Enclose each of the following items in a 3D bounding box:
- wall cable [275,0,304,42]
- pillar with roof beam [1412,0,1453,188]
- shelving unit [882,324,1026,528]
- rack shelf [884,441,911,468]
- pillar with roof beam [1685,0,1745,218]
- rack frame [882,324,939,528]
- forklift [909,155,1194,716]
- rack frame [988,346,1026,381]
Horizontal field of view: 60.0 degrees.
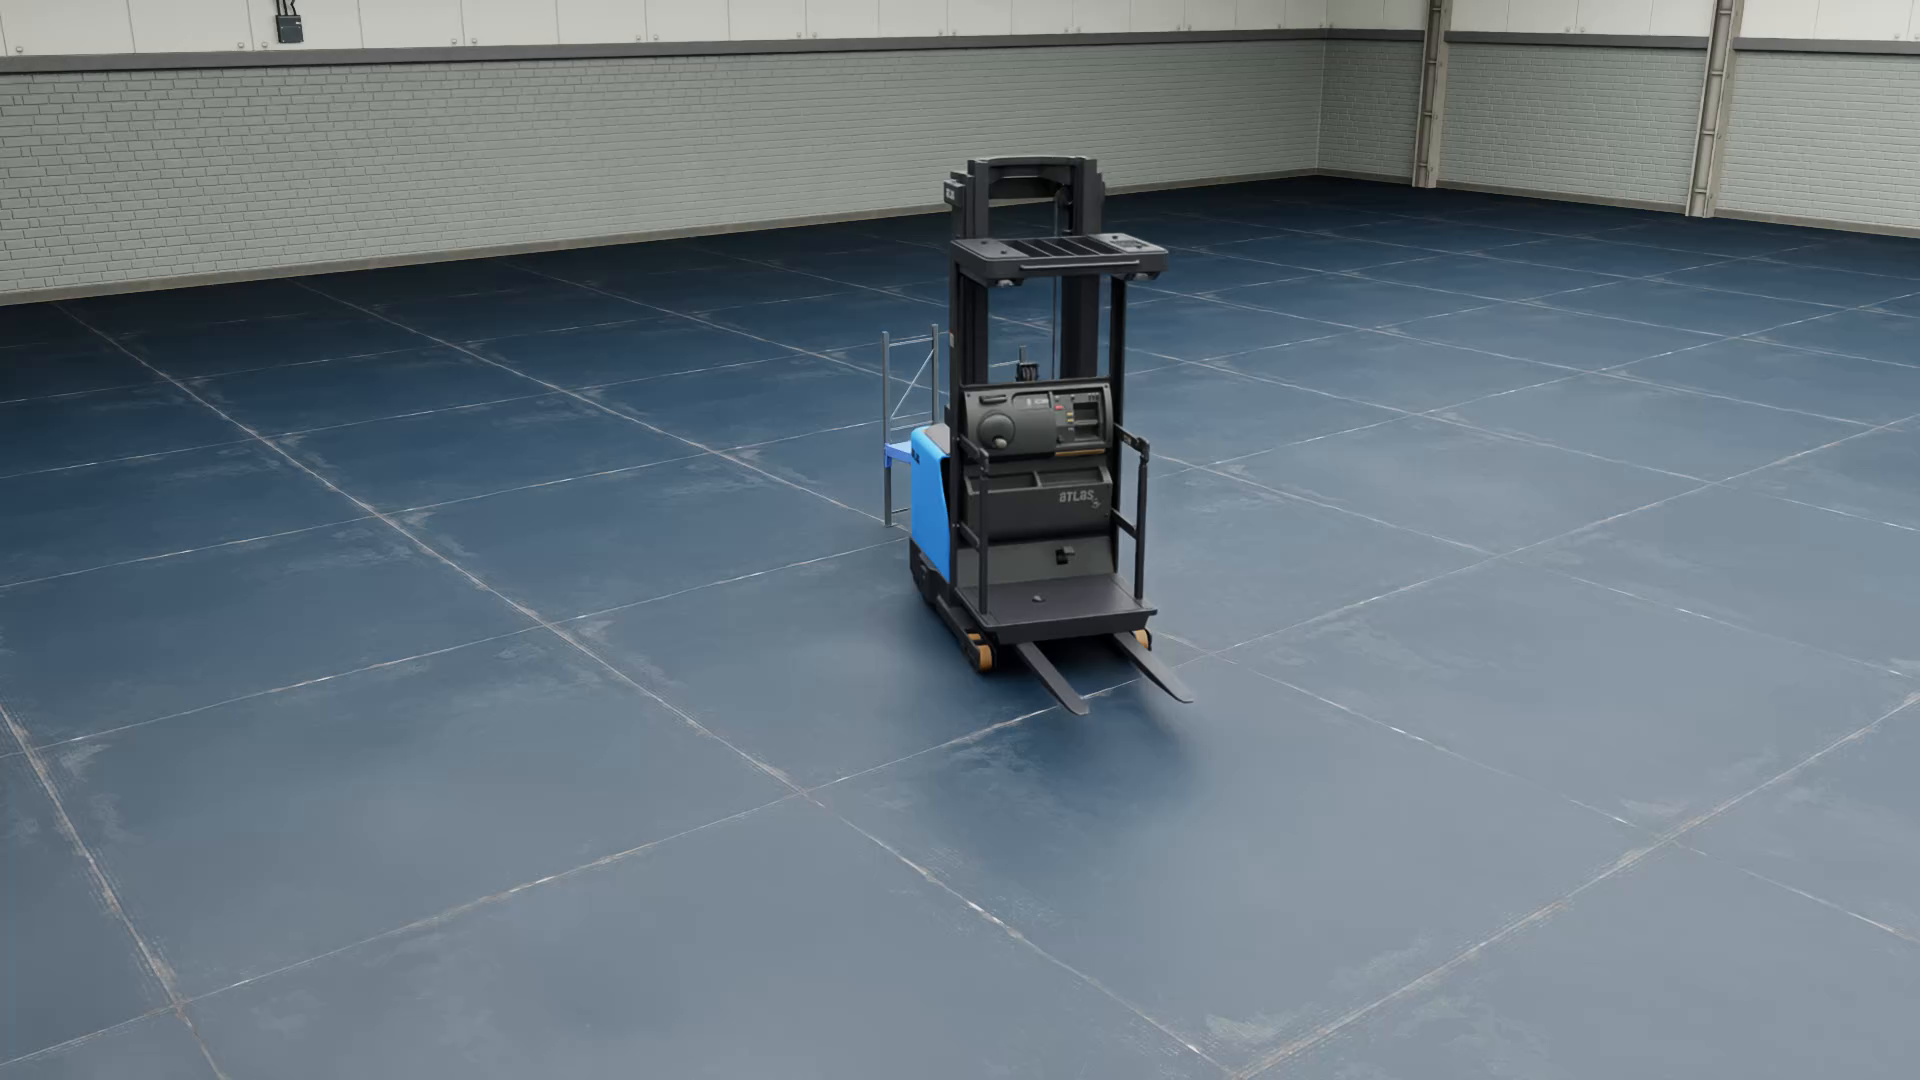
[{"bbox_3d":[-8.409,-9.895,22.518,2.305,6.003,0.169,-14,23,-36],"label":"wall cable"},{"bbox_3d":[6.250,-10.755,30.527,9.100,9.000,0.400,-14,23,-36],"label":"pillar with roof beam"},{"bbox_3d":[-0.053,-0.733,12.190,0.538,1.500,1.048,-14,23,-36],"label":"shelving unit"},{"bbox_3d":[-0.053,-0.562,12.247,0.538,0.185,1.000,-14,23,-36],"label":"rack shelf"},{"bbox_3d":[9.975,-9.276,26.062,9.100,9.000,0.400,-14,23,-36],"label":"pillar with roof beam"},{"bbox_3d":[-0.369,-0.858,12.568,0.500,1.500,0.032,-14,23,-36],"label":"rack frame"},{"bbox_3d":[0.541,-0.735,9.921,1.130,2.935,3.031,-5,19,-15],"label":"forklift"},{"bbox_3d":[0.263,-0.608,11.812,0.500,1.500,0.032,-14,23,-36],"label":"rack frame"}]
